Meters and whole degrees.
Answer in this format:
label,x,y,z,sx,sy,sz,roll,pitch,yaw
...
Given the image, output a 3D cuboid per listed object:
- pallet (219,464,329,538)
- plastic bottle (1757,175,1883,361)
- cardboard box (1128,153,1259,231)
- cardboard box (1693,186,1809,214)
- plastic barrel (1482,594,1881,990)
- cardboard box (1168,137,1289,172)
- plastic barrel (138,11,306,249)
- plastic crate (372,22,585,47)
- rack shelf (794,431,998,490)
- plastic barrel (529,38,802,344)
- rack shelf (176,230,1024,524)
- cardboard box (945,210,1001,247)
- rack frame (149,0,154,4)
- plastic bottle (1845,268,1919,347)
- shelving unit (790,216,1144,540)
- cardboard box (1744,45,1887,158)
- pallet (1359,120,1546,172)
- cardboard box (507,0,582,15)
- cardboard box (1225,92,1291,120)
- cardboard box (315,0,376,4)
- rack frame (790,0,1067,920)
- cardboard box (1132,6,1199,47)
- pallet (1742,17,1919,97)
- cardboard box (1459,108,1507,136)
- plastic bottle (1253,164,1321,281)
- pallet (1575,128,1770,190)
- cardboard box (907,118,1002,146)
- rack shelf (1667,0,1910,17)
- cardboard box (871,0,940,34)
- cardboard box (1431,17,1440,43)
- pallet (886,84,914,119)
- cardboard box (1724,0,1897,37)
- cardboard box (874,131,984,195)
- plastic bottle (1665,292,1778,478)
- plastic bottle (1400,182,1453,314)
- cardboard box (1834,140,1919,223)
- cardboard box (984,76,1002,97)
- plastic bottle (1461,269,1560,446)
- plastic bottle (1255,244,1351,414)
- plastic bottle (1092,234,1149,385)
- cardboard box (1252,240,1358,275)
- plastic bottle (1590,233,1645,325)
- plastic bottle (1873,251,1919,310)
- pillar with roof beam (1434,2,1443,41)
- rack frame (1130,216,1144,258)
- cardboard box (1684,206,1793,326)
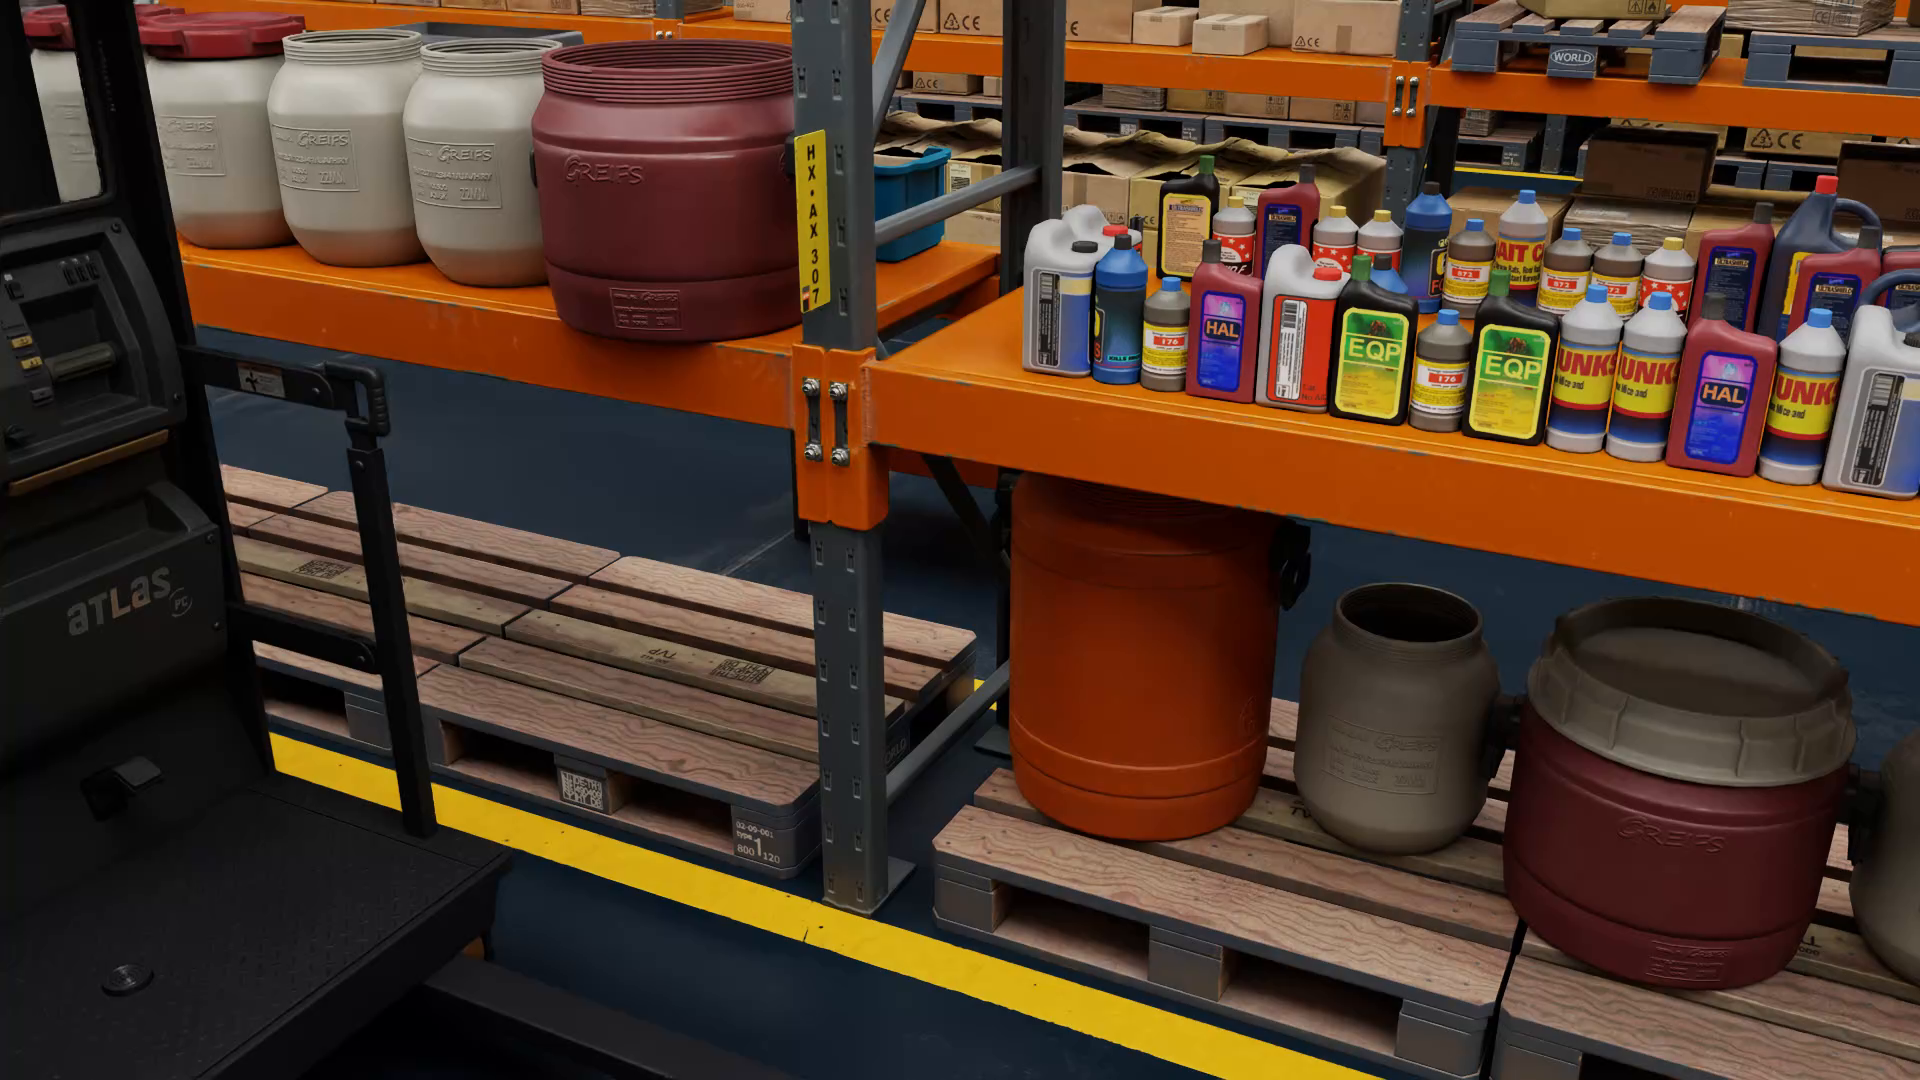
label,x,y,z,sx,sy,sz,roll,pitch,yaw
pallet,-2.884,-0.009,5.502,1.213,0.211,1.003,11,25,25
plastic bottle,1.664,-0.522,3.207,0.185,0.351,0.144,11,25,25
cardboard box,1.161,-1.723,8.228,0.500,0.311,0.500,11,25,24
cardboard box,3.608,-1.318,7.649,0.500,0.500,0.500,10,25,23
plastic barrel,1.420,0.485,3.321,0.708,0.588,0.600,11,25,25
cardboard box,1.398,-1.911,8.672,0.500,0.311,0.500,11,25,23
plastic barrel,-1.806,-1.029,4.162,0.433,0.535,0.433,0,23,0
plastic crate,-1.336,-1.133,4.500,0.583,0.464,0.402,11,25,25
rack shelf,0.006,-0.291,5.623,1.000,0.278,0.538,11,25,25
plastic barrel,-0.583,-0.750,3.507,0.708,0.536,0.600,11,25,25
rack shelf,-1.817,-0.733,4.561,4.000,0.370,1.077,11,25,25
cardboard box,0.257,-1.646,8.764,0.500,0.250,0.500,12,26,26
rack frame,-4.934,-3.853,10.978,0.127,3.000,1.000,11,25,25
plastic bottle,1.535,-0.302,2.690,0.185,0.351,0.144,11,25,25
shelving unit,0.006,-0.516,5.527,1.048,1.125,0.538,11,25,25
cardboard box,5.814,-3.043,11.282,0.750,0.750,0.750,11,25,24
pallet,3.741,-3.027,12.597,1.213,0.211,1.003,11,25,25
cardboard box,-2.236,-3.360,9.690,0.500,0.500,0.700,11,25,24
cardboard box,2.453,-3.628,13.079,0.500,0.500,0.700,12,26,25
cardboard box,-3.611,-3.632,10.329,0.500,0.500,0.700,11,26,25
rack frame,-0.032,-0.711,3.590,0.127,3.000,1.000,11,25,25
cardboard box,1.042,-2.531,8.189,0.250,0.149,0.380,13,26,28
pallet,3.944,-2.011,6.890,1.213,0.211,1.003,11,25,25
cardboard box,3.772,-3.332,12.385,0.500,0.500,0.700,12,26,25
plastic bottle,0.727,-0.694,3.699,0.133,0.283,0.061,11,25,25
pallet,5.107,-2.723,11.882,1.213,0.211,1.003,11,25,25
cardboard box,0.038,-2.183,9.310,0.500,0.311,0.500,11,25,24
rack shelf,6.223,-3.487,11.036,4.000,0.370,1.077,11,25,25
cardboard box,-0.216,-2.959,8.746,0.500,0.500,0.500,13,26,28
cardboard box,3.291,-3.800,12.526,0.500,0.250,0.500,12,26,26
pallet,-0.840,-3.916,14.688,1.213,0.211,1.003,11,25,25
cardboard box,3.549,-2.380,6.849,0.500,0.500,0.700,17,28,34
cardboard box,-0.201,-1.992,8.861,0.500,0.311,0.500,10,25,23
plastic bottle,1.219,-0.248,2.650,0.133,0.283,0.061,11,25,25
plastic bottle,0.996,-0.628,3.558,0.097,0.271,0.097,0,23,0
cardboard box,4.114,-1.567,7.276,0.500,0.250,0.500,11,25,24
cardboard box,0.377,-3.860,14.053,0.250,0.166,0.380,8,24,18
plastic bottle,0.926,-0.306,2.786,0.133,0.283,0.061,11,25,25
plastic bottle,0.621,-0.383,2.977,0.135,0.276,0.152,11,25,25
plastic bottle,0.299,-0.433,3.099,0.097,0.271,0.097,0,23,0
cardboard box,1.626,-1.376,8.130,0.500,0.250,0.500,12,26,26
plastic bottle,1.343,-0.527,3.410,0.097,0.201,0.097,0,23,0
plastic bottle,1.798,-0.456,3.138,0.133,0.283,0.061,11,25,25
pillar with roof beam,1.725,-5.960,8.267,0.400,9.000,9.100,11,25,25
rack frame,0.460,-0.427,5.316,0.032,1.125,0.500,11,25,25
cardboard box,3.398,-1.132,7.210,0.500,0.500,0.500,11,25,24
